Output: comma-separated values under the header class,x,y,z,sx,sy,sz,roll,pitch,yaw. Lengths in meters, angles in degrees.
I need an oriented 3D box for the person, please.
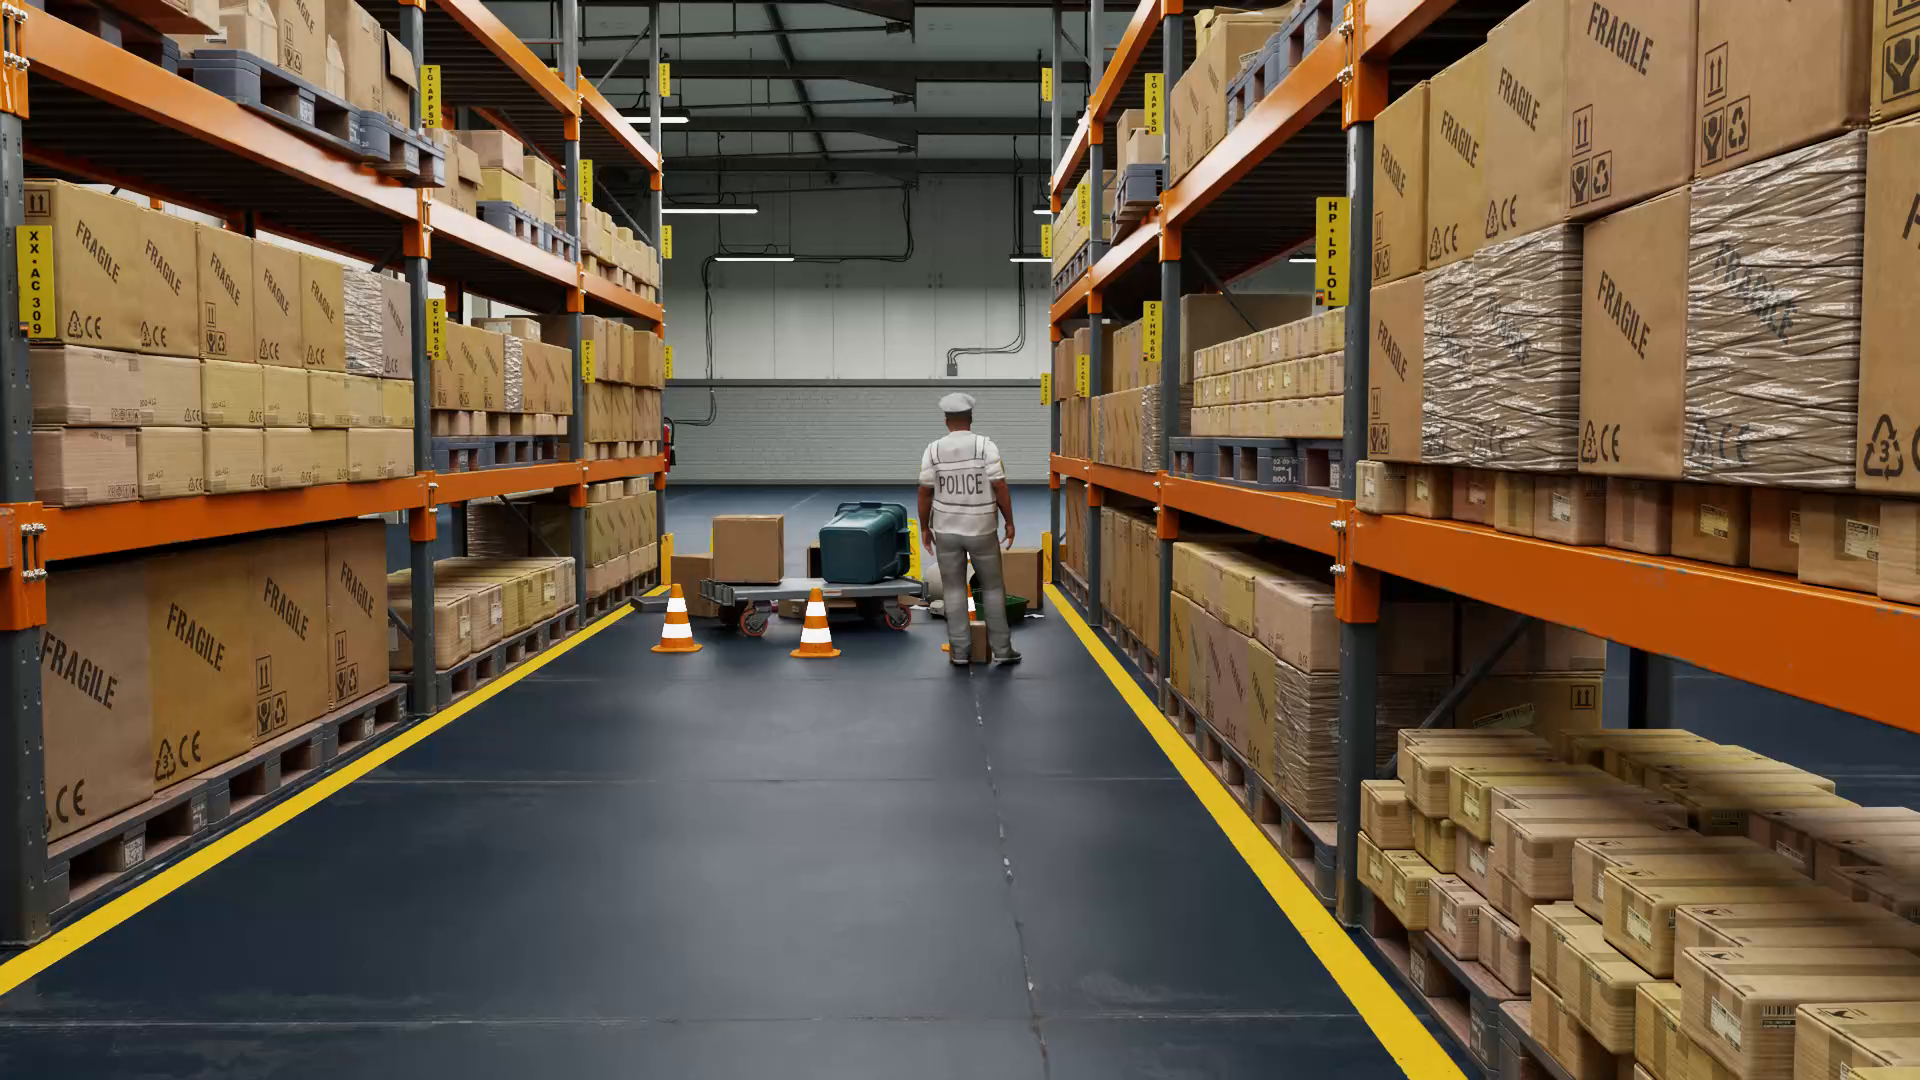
class,x,y,z,sx,sy,sz,roll,pitch,yaw
person,0.061,-0.075,10.954,0.642,1.782,0.573,1,4,11
